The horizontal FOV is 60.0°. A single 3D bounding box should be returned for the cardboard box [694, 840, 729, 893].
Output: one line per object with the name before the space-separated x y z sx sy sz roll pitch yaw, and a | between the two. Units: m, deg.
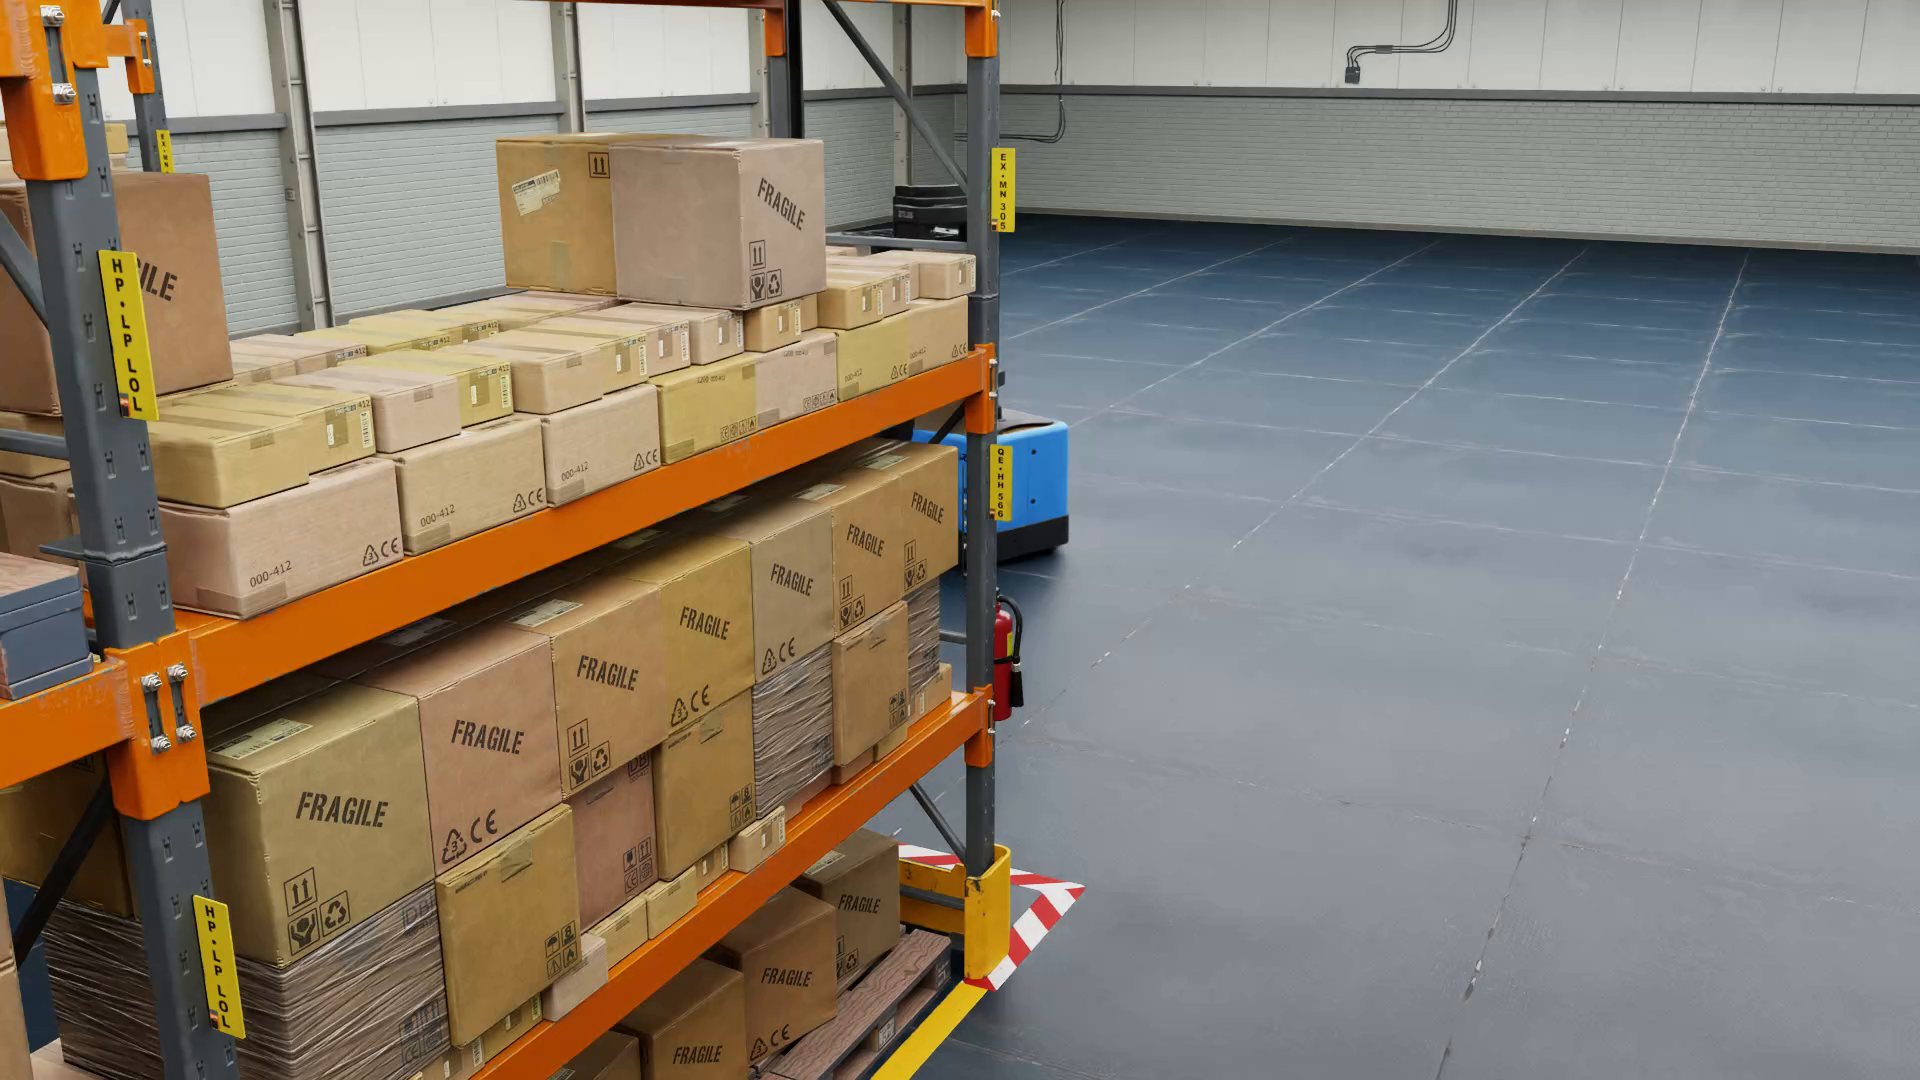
cardboard box | -1.008 1.063 5.620 0.380 0.149 0.250 8 18 25

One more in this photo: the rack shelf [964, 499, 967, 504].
rack shelf | 0.151 -0.259 12.800 0.200 0.077 0.258 -5 17 -15

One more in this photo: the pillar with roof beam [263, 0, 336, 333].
pillar with roof beam | -5.528 -6.820 21.183 9.100 9.000 0.400 8 18 25

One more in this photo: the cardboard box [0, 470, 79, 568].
cardboard box | -2.133 -0.104 4.100 0.500 0.250 0.500 9 19 27

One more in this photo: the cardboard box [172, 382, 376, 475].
cardboard box | -1.624 -0.265 3.944 0.380 0.149 0.250 7 18 23

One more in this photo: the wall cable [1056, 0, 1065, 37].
wall cable | 3.584 -13.124 38.988 3.097 2.526 0.112 8 18 25

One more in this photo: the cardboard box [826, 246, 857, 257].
cardboard box | -0.646 -1.123 6.833 0.380 0.149 0.250 8 18 25

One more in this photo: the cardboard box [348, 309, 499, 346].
cardboard box | -1.632 -0.601 5.075 0.380 0.149 0.250 9 19 28

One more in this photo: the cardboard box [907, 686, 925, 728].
cardboard box | -0.371 0.676 6.922 0.380 0.149 0.250 8 18 25

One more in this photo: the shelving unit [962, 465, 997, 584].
shelving unit | 0.151 -0.119 12.842 0.210 0.900 0.258 -5 17 -15

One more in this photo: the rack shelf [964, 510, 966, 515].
rack shelf | 0.151 -0.173 12.826 0.200 0.077 0.258 -5 17 -15

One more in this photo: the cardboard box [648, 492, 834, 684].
cardboard box | -0.784 0.150 5.798 0.500 0.500 0.500 8 18 25

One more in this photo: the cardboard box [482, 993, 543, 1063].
cardboard box | -1.424 1.322 4.748 0.380 0.149 0.250 8 18 25

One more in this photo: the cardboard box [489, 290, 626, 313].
cardboard box | -1.327 -0.727 5.499 0.380 0.149 0.250 8 18 25

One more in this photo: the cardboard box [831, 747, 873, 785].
cardboard box | -0.562 0.808 6.478 0.380 0.149 0.250 8 18 25

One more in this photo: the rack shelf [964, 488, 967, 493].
rack shelf | 0.151 -0.345 12.775 0.200 0.077 0.258 -5 17 -15

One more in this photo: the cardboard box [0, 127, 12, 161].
cardboard box | -4.782 -1.955 8.198 0.380 0.149 0.250 8 19 26

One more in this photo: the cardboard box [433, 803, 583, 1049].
cardboard box | -1.592 0.992 4.719 0.875 0.500 0.500 8 18 25

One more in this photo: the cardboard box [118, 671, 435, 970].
cardboard box | -1.674 0.660 4.081 0.500 0.500 0.500 8 18 25

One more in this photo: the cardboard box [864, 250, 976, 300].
cardboard box | -0.160 -1.054 6.599 0.380 0.149 0.250 8 18 25

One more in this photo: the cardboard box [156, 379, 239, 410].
cardboard box | -2.015 -0.321 4.133 0.380 0.149 0.250 8 18 26

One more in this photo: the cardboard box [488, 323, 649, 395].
cardboard box | -1.133 -0.526 4.821 0.380 0.149 0.250 8 18 24

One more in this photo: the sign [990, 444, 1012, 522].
sign | 0.172 -0.238 6.968 0.100 0.325 0.005 8 18 25

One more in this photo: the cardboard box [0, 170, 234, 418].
cardboard box | -2.130 -0.603 3.943 0.500 0.500 0.500 8 18 24

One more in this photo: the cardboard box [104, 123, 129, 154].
cardboard box | -4.555 -2.084 8.631 0.380 0.149 0.250 8 18 26

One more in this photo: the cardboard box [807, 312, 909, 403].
cardboard box | -0.524 -0.690 6.076 0.500 0.250 0.500 8 18 26

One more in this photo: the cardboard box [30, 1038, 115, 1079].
cardboard box | -2.270 1.440 4.349 0.380 0.149 0.250 8 18 25

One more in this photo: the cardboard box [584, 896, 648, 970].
cardboard box | -1.201 1.194 5.177 0.380 0.149 0.250 8 18 25

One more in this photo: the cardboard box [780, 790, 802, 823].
cardboard box | -0.802 0.933 6.057 0.380 0.149 0.250 8 18 25

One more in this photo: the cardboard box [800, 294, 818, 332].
cardboard box | -0.719 -0.805 5.760 0.380 0.149 0.250 8 18 26

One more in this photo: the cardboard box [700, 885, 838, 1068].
cardboard box | -0.846 1.703 6.674 0.500 0.500 0.500 14 22 40

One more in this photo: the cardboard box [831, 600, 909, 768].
cardboard box | -0.702 0.482 6.436 0.875 0.500 0.500 8 18 25

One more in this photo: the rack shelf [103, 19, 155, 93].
rack shelf | -5.601 -2.094 7.234 1.077 0.370 4.000 8 18 25

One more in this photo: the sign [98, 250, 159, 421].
sign | -1.605 -0.393 3.211 0.100 0.325 0.005 8 18 25

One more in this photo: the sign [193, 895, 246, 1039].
sign | -1.605 0.926 3.603 0.100 0.325 0.005 8 18 25

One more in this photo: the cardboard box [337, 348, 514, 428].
cardboard box | -1.413 -0.400 4.397 0.380 0.149 0.250 9 19 27

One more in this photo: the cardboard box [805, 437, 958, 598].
cardboard box | -0.340 -0.105 6.657 0.500 0.500 0.500 8 18 25

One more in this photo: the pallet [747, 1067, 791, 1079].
pallet | -1.291 2.261 6.041 1.003 0.211 1.213 8 18 25

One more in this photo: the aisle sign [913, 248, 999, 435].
aisle sign | -0.020 -0.831 6.988 0.394 0.787 0.004 8 18 25

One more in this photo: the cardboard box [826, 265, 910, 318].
cardboard box | -0.406 -0.919 6.144 0.380 0.149 0.250 7 18 23

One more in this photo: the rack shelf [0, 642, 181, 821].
rack shelf | -2.997 0.828 1.963 1.077 0.370 4.000 8 18 25

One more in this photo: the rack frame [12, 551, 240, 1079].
rack frame | -2.103 1.412 4.003 1.000 3.000 0.127 8 18 25

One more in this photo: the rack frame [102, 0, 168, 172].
rack frame | -4.708 -3.140 8.790 1.000 3.000 0.127 8 18 25

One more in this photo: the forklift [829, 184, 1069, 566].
forklift | -0.454 -1.550 14.094 1.130 2.935 3.031 -14 22 -39

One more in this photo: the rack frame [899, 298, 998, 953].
rack frame | -0.316 0.393 7.433 1.000 3.000 0.127 8 18 25

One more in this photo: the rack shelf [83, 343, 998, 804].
rack shelf | -1.209 -0.191 5.393 1.077 0.370 4.000 8 18 25

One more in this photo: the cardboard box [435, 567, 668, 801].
cardboard box | -1.228 0.405 4.939 0.500 0.500 0.500 8 18 25

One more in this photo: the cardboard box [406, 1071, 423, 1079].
cardboard box | -1.614 1.454 4.303 0.380 0.149 0.250 8 18 25

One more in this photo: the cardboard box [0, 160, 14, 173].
cardboard box | -4.901 -1.734 8.154 0.500 0.250 0.500 8 18 25

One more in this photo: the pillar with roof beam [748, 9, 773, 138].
pillar with roof beam | -0.165 -9.877 31.474 9.100 9.000 0.400 8 18 25

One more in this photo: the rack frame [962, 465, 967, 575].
rack frame | 0.053 -0.111 12.816 0.006 0.900 0.240 -5 17 -15

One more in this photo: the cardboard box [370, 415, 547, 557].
cardboard box | -1.441 -0.172 4.329 0.500 0.250 0.500 8 18 25

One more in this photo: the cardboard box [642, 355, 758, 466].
cardboard box | -0.981 -0.432 5.206 0.500 0.250 0.500 8 18 24

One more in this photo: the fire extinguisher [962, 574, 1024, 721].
fire extinguisher | 0.148 0.460 7.345 0.296 0.674 0.183 8 18 25

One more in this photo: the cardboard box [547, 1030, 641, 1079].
cardboard box | -1.432 1.997 5.685 0.500 0.500 0.500 6 18 20

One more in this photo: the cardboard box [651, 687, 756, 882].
cardboard box | -1.198 0.729 5.602 0.875 0.500 0.500 8 18 25

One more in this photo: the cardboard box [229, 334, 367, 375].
cardboard box | -1.880 -0.470 4.633 0.380 0.149 0.250 7 18 24

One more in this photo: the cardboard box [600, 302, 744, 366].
cardboard box | -0.912 -0.659 5.271 0.380 0.149 0.250 7 18 23
